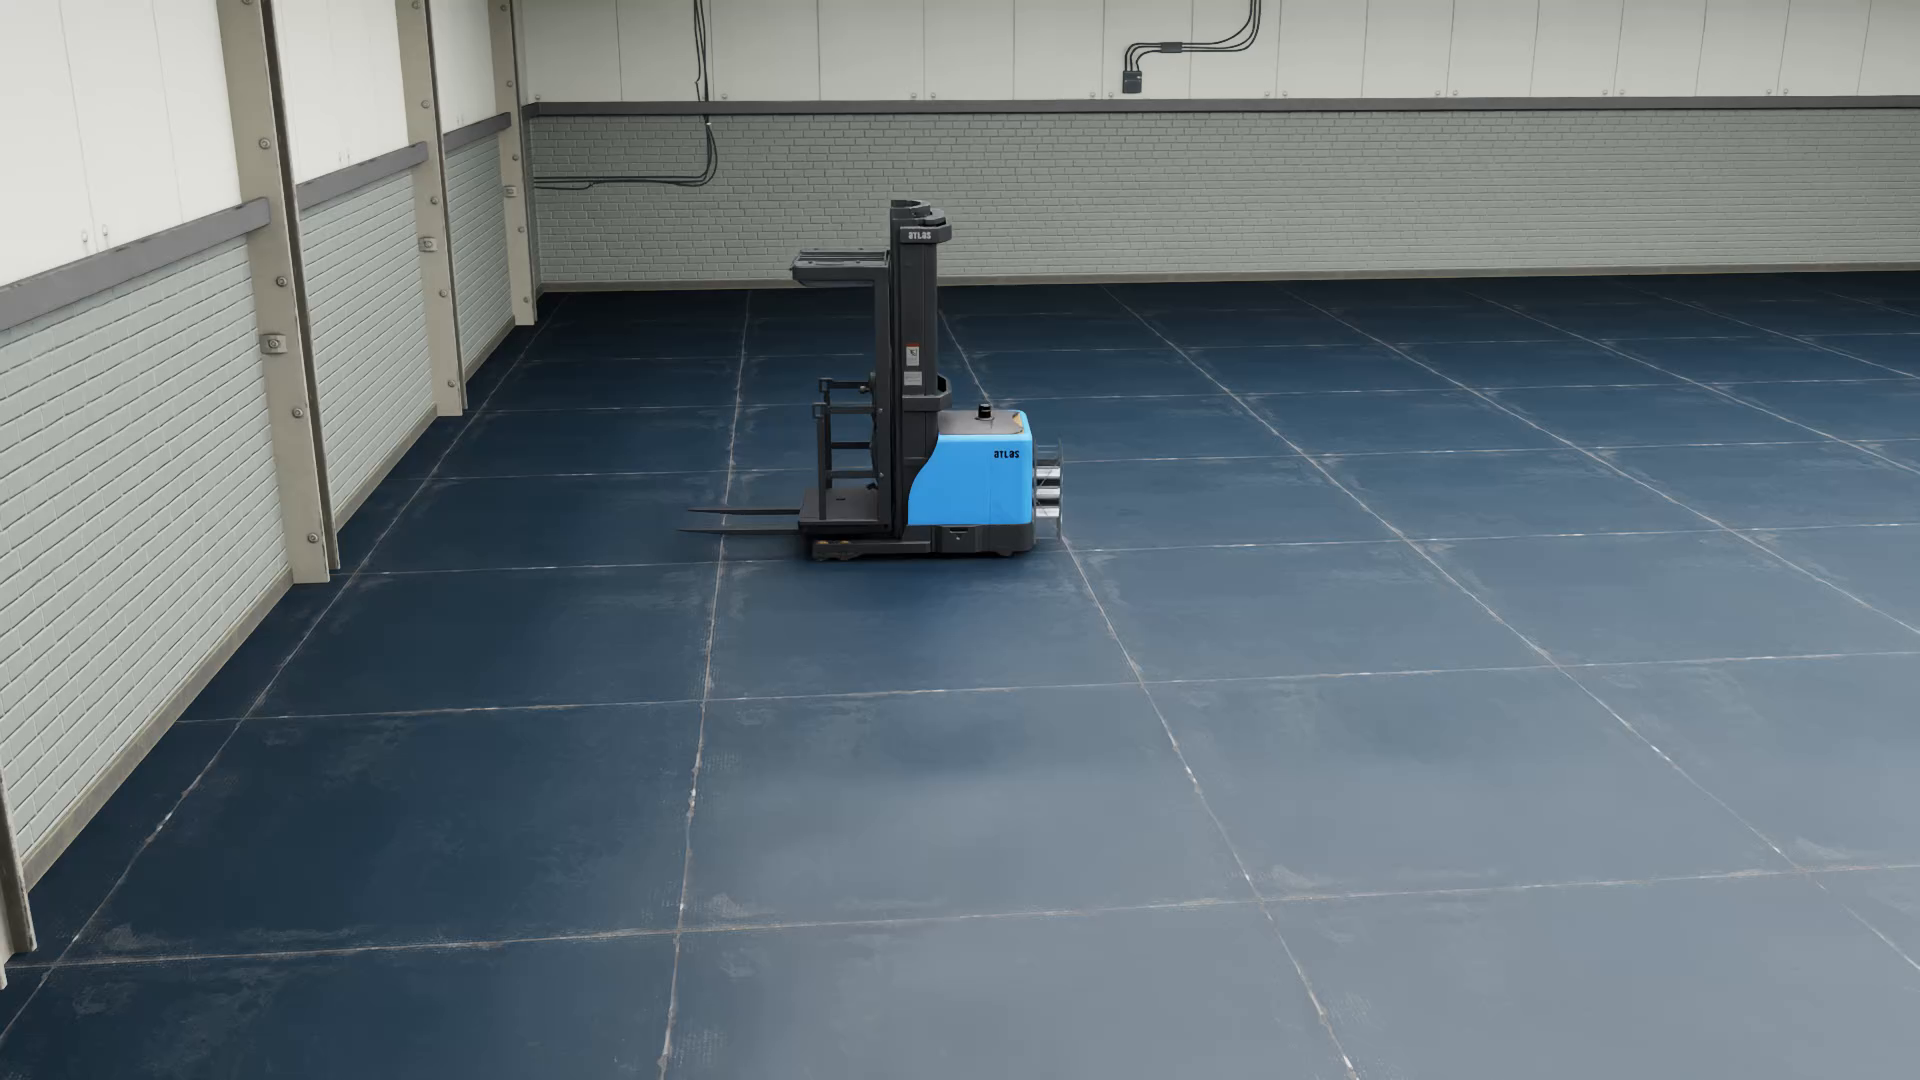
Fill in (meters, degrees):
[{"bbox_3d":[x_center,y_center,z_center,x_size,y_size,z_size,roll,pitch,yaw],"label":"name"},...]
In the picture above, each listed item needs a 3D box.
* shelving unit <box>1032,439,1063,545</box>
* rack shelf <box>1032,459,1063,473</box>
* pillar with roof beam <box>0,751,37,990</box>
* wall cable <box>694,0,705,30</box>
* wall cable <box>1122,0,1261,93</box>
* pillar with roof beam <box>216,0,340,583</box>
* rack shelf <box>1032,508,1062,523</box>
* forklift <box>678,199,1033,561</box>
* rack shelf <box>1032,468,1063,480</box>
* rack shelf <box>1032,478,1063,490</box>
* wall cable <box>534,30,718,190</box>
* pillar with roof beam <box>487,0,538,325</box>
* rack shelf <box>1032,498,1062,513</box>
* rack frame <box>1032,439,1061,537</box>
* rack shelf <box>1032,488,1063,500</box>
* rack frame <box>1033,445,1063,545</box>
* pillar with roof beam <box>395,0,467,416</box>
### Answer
[{"bbox_3d":[0.759,-0.420,14.509,0.258,0.900,0.210,0,17,-1],"label":"shelving unit"},{"bbox_3d":[0.760,-0.645,14.438,0.258,0.077,0.200,0,17,-1],"label":"rack shelf"},{"bbox_3d":[-0.432,-2.348,7.133,9.100,9.000,0.400,-2,18,-6],"label":"pillar with roof beam"},{"bbox_3d":[-2.868,-9.508,26.692,3.097,2.526,0.112,-2,18,-6],"label":"wall cable"},{"bbox_3d":[3.885,-10.408,27.127,2.305,6.003,0.169,-2,18,-6],"label":"wall cable"},{"bbox_3d":[-1.051,-4.136,12.827,9.100,9.000,0.400,-2,18,-6],"label":"pillar with roof beam"},{"bbox_3d":[0.759,-0.216,14.573,0.258,0.077,0.200,0,17,-1],"label":"rack shelf"},{"bbox_3d":[-0.904,-1.381,14.184,3.031,2.935,1.130,0,17,-1],"label":"forklift"},{"bbox_3d":[0.760,-0.559,14.465,0.258,0.077,0.200,0,17,-1],"label":"rack shelf"},{"bbox_3d":[0.760,-0.474,14.492,0.258,0.077,0.200,0,17,-1],"label":"rack shelf"},{"bbox_3d":[-5.559,-7.015,27.182,3.097,2.526,0.112,-2,18,-6],"label":"wall cable"},{"bbox_3d":[-2.288,-7.711,24.215,9.100,9.000,0.400,-2,18,-6],"label":"pillar with roof beam"},{"bbox_3d":[0.759,-0.302,14.546,0.258,0.077,0.200,0,17,-1],"label":"rack shelf"},{"bbox_3d":[0.757,-0.450,14.606,0.240,0.900,0.006,0,17,-1],"label":"rack frame"},{"bbox_3d":[0.759,-0.388,14.519,0.258,0.077,0.200,0,17,-1],"label":"rack shelf"},{"bbox_3d":[0.762,-0.389,14.412,0.240,0.900,0.006,0,17,-1],"label":"rack frame"},{"bbox_3d":[-1.670,-5.923,18.521,9.100,9.000,0.400,-2,18,-6],"label":"pillar with roof beam"}]
